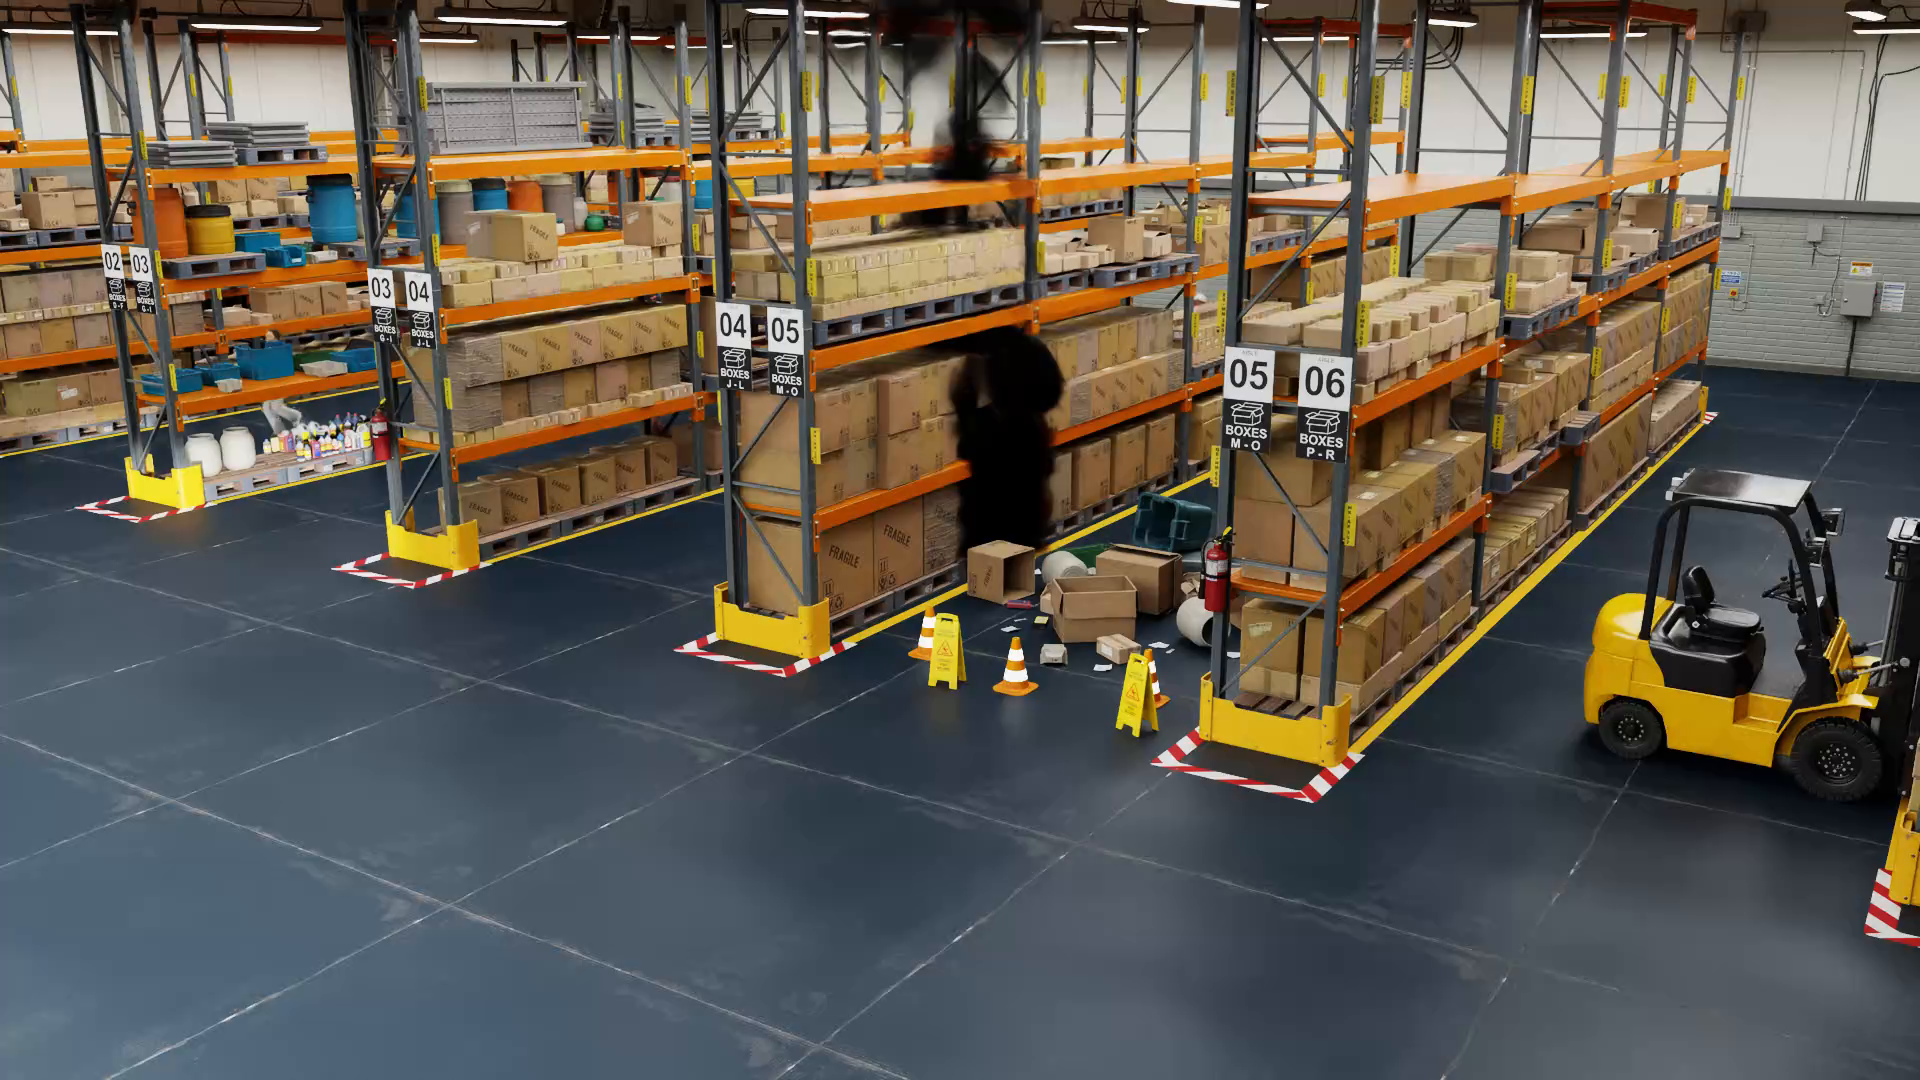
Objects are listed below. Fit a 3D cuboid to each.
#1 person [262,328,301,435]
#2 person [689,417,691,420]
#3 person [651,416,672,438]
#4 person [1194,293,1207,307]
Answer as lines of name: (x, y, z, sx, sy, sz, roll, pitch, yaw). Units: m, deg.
person: (-10.049, -2.303, 24.464, 0.561, 1.619, 0.591, 6, 17, 21)
person: (-4.109, -2.691, 25.751, 0.644, 1.680, 0.595, 6, 17, 21)
person: (-4.224, -1.932, 23.168, 0.583, 1.629, 0.822, 8, 17, 26)
person: (3.992, -3.156, 27.300, 0.665, 1.801, 0.811, 13, 20, 38)
